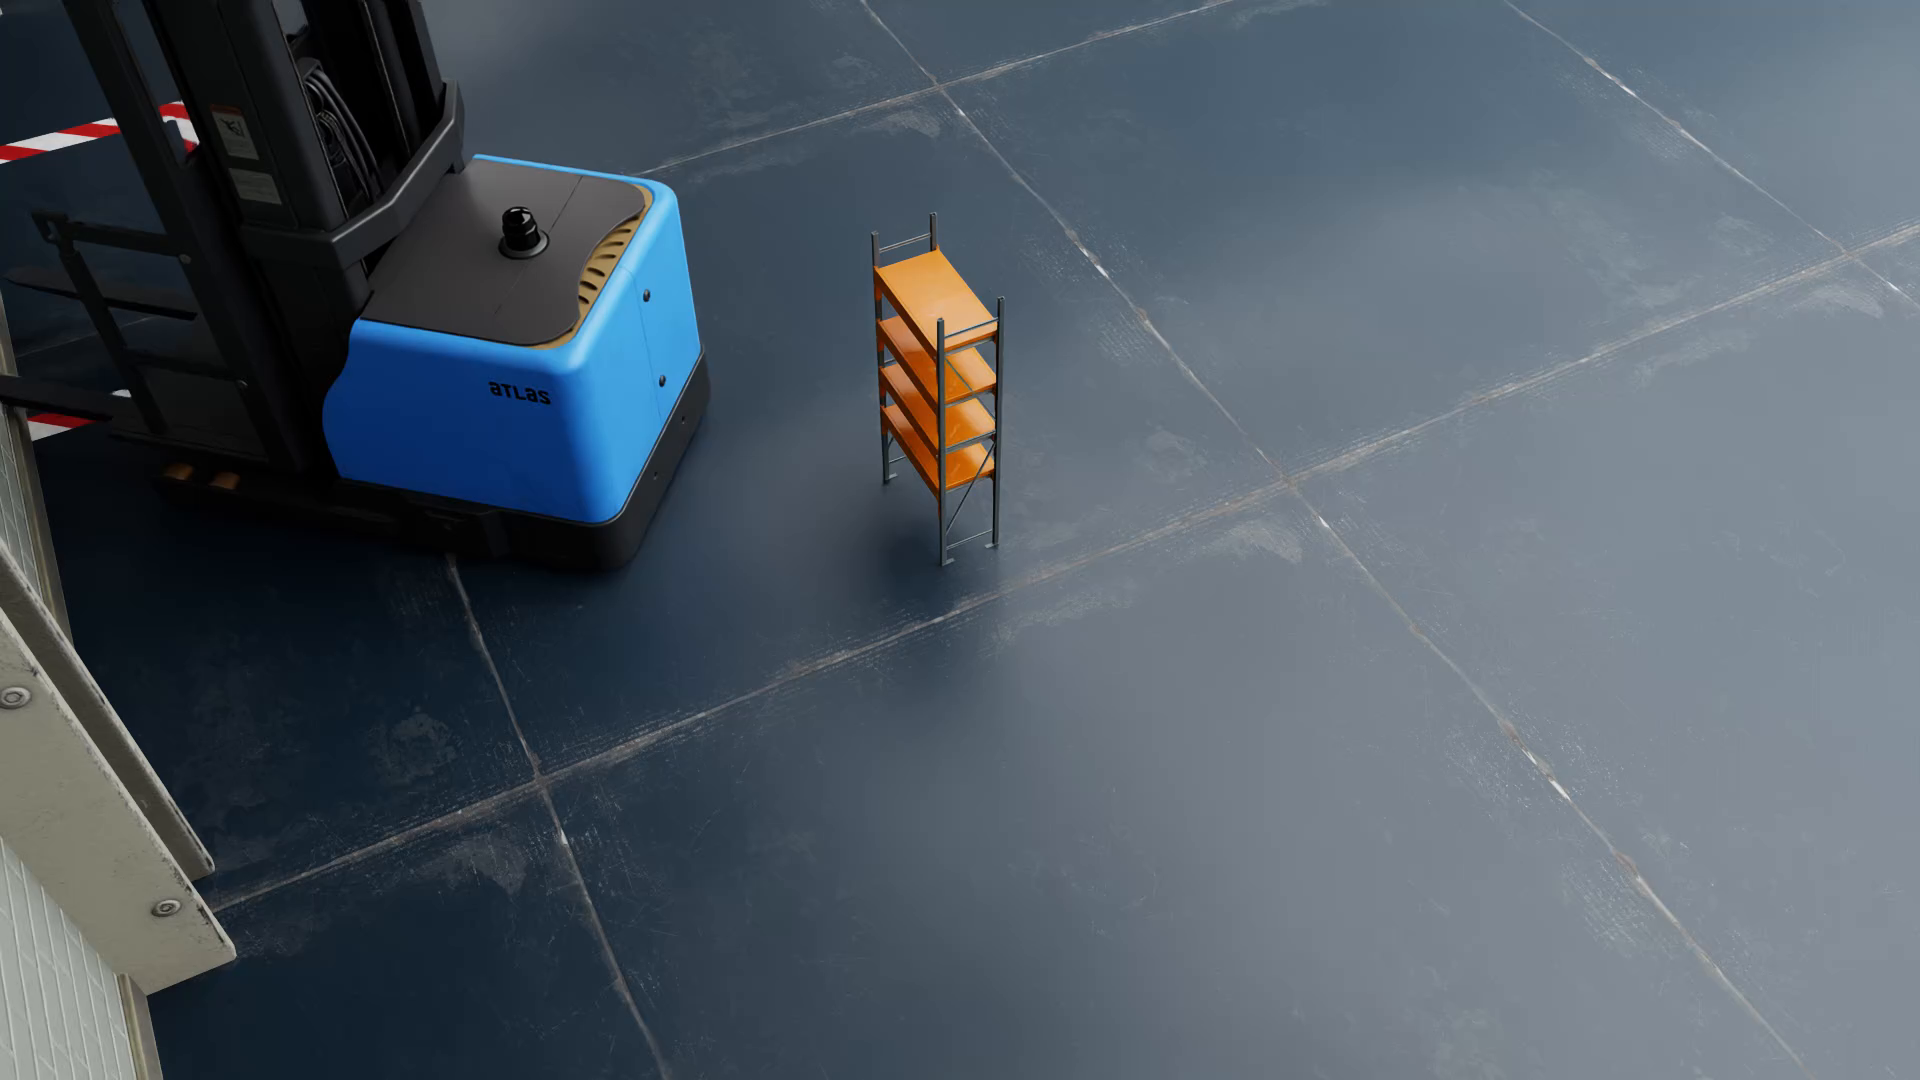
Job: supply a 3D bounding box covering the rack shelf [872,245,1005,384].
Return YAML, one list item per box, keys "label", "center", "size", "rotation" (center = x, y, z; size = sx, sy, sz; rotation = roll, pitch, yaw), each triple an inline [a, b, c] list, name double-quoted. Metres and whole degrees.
- label: "rack shelf"
  center: [-0.076, -0.765, 5.599]
  size: [0.258, 0.148, 0.480]
  rotation: [-21, 52, -18]

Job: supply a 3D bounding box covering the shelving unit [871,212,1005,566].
- label: "shelving unit"
  center: [-0.076, -0.506, 5.895]
  size: [0.258, 1.200, 0.503]
  rotation: [-21, 52, -18]

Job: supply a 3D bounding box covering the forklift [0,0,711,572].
- label: "forklift"
  center: [-2.570, -1.442, 5.564]
  size: [3.031, 2.935, 1.130]
  rotation: [10, 50, 9]

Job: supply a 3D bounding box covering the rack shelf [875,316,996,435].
- label: "rack shelf"
  center: [-0.076, -0.609, 5.778]
  size: [0.258, 0.148, 0.480]
  rotation: [-21, 52, -18]

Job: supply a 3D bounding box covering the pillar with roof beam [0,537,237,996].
- label: "pillar with roof beam"
  center: [1.372, -3.237, 3.103]
  size: [9.100, 9.000, 0.400]
  rotation: [-21, 52, -18]

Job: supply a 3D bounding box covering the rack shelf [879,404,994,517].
- label: "rack shelf"
  center: [-0.076, -0.331, 6.095]
  size: [0.258, 0.148, 0.480]
  rotation: [-21, 52, -18]

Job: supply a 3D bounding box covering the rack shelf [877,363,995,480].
- label: "rack shelf"
  center: [-0.076, -0.462, 5.946]
  size: [0.258, 0.148, 0.480]
  rotation: [-21, 52, -18]

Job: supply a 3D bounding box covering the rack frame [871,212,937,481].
- label: "rack frame"
  center: [-0.187, -0.669, 6.038]
  size: [0.240, 1.200, 0.015]
  rotation: [-21, 52, -18]

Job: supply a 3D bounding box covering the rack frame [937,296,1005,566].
- label: "rack frame"
  center: [0.036, -0.342, 5.752]
  size: [0.240, 1.200, 0.015]
  rotation: [-21, 52, -18]
